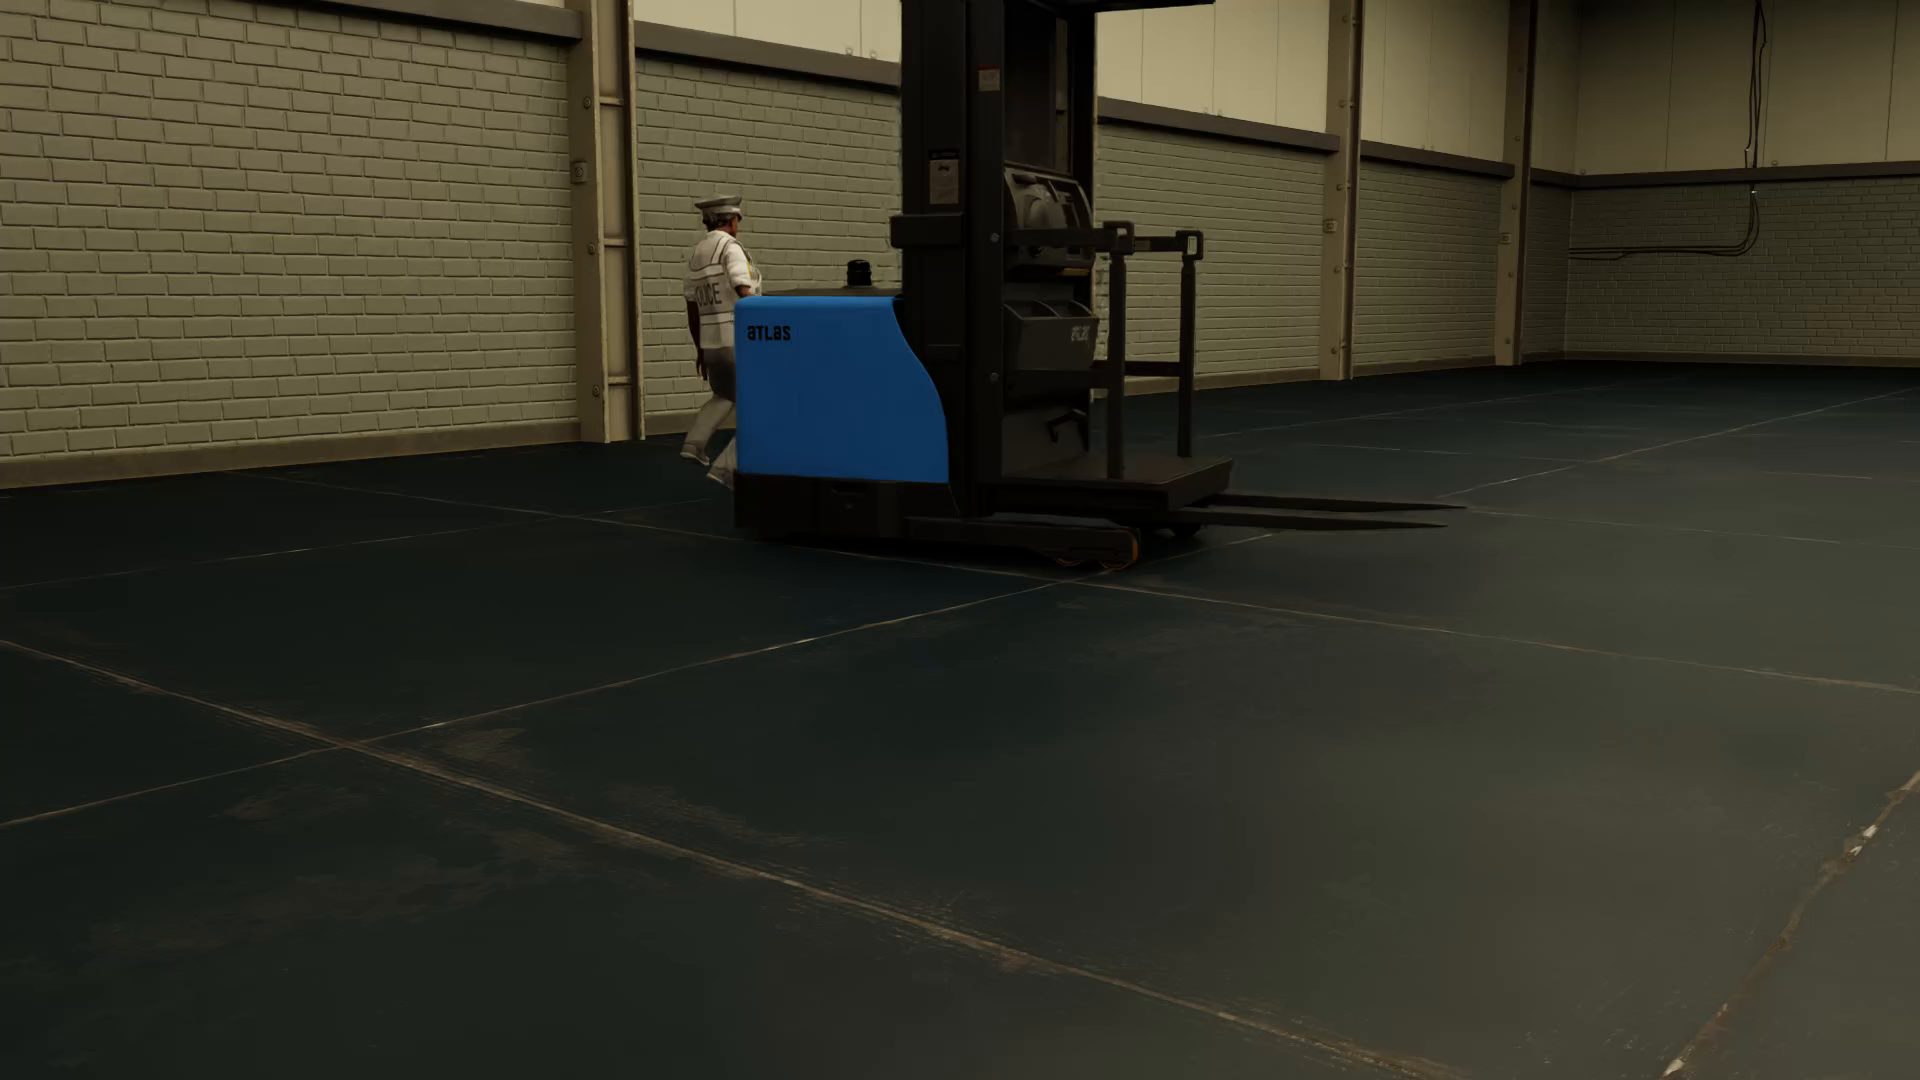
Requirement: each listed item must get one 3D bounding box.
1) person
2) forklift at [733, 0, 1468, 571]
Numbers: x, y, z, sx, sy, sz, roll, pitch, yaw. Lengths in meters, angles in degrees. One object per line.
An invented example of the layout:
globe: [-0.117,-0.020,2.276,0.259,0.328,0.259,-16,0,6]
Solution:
person: [-1.208,-1.027,8.712,0.500,1.550,0.823,-7,11,-38]
forklift: [0.567,-1.416,6.959,3.031,2.935,1.130,4,9,23]
